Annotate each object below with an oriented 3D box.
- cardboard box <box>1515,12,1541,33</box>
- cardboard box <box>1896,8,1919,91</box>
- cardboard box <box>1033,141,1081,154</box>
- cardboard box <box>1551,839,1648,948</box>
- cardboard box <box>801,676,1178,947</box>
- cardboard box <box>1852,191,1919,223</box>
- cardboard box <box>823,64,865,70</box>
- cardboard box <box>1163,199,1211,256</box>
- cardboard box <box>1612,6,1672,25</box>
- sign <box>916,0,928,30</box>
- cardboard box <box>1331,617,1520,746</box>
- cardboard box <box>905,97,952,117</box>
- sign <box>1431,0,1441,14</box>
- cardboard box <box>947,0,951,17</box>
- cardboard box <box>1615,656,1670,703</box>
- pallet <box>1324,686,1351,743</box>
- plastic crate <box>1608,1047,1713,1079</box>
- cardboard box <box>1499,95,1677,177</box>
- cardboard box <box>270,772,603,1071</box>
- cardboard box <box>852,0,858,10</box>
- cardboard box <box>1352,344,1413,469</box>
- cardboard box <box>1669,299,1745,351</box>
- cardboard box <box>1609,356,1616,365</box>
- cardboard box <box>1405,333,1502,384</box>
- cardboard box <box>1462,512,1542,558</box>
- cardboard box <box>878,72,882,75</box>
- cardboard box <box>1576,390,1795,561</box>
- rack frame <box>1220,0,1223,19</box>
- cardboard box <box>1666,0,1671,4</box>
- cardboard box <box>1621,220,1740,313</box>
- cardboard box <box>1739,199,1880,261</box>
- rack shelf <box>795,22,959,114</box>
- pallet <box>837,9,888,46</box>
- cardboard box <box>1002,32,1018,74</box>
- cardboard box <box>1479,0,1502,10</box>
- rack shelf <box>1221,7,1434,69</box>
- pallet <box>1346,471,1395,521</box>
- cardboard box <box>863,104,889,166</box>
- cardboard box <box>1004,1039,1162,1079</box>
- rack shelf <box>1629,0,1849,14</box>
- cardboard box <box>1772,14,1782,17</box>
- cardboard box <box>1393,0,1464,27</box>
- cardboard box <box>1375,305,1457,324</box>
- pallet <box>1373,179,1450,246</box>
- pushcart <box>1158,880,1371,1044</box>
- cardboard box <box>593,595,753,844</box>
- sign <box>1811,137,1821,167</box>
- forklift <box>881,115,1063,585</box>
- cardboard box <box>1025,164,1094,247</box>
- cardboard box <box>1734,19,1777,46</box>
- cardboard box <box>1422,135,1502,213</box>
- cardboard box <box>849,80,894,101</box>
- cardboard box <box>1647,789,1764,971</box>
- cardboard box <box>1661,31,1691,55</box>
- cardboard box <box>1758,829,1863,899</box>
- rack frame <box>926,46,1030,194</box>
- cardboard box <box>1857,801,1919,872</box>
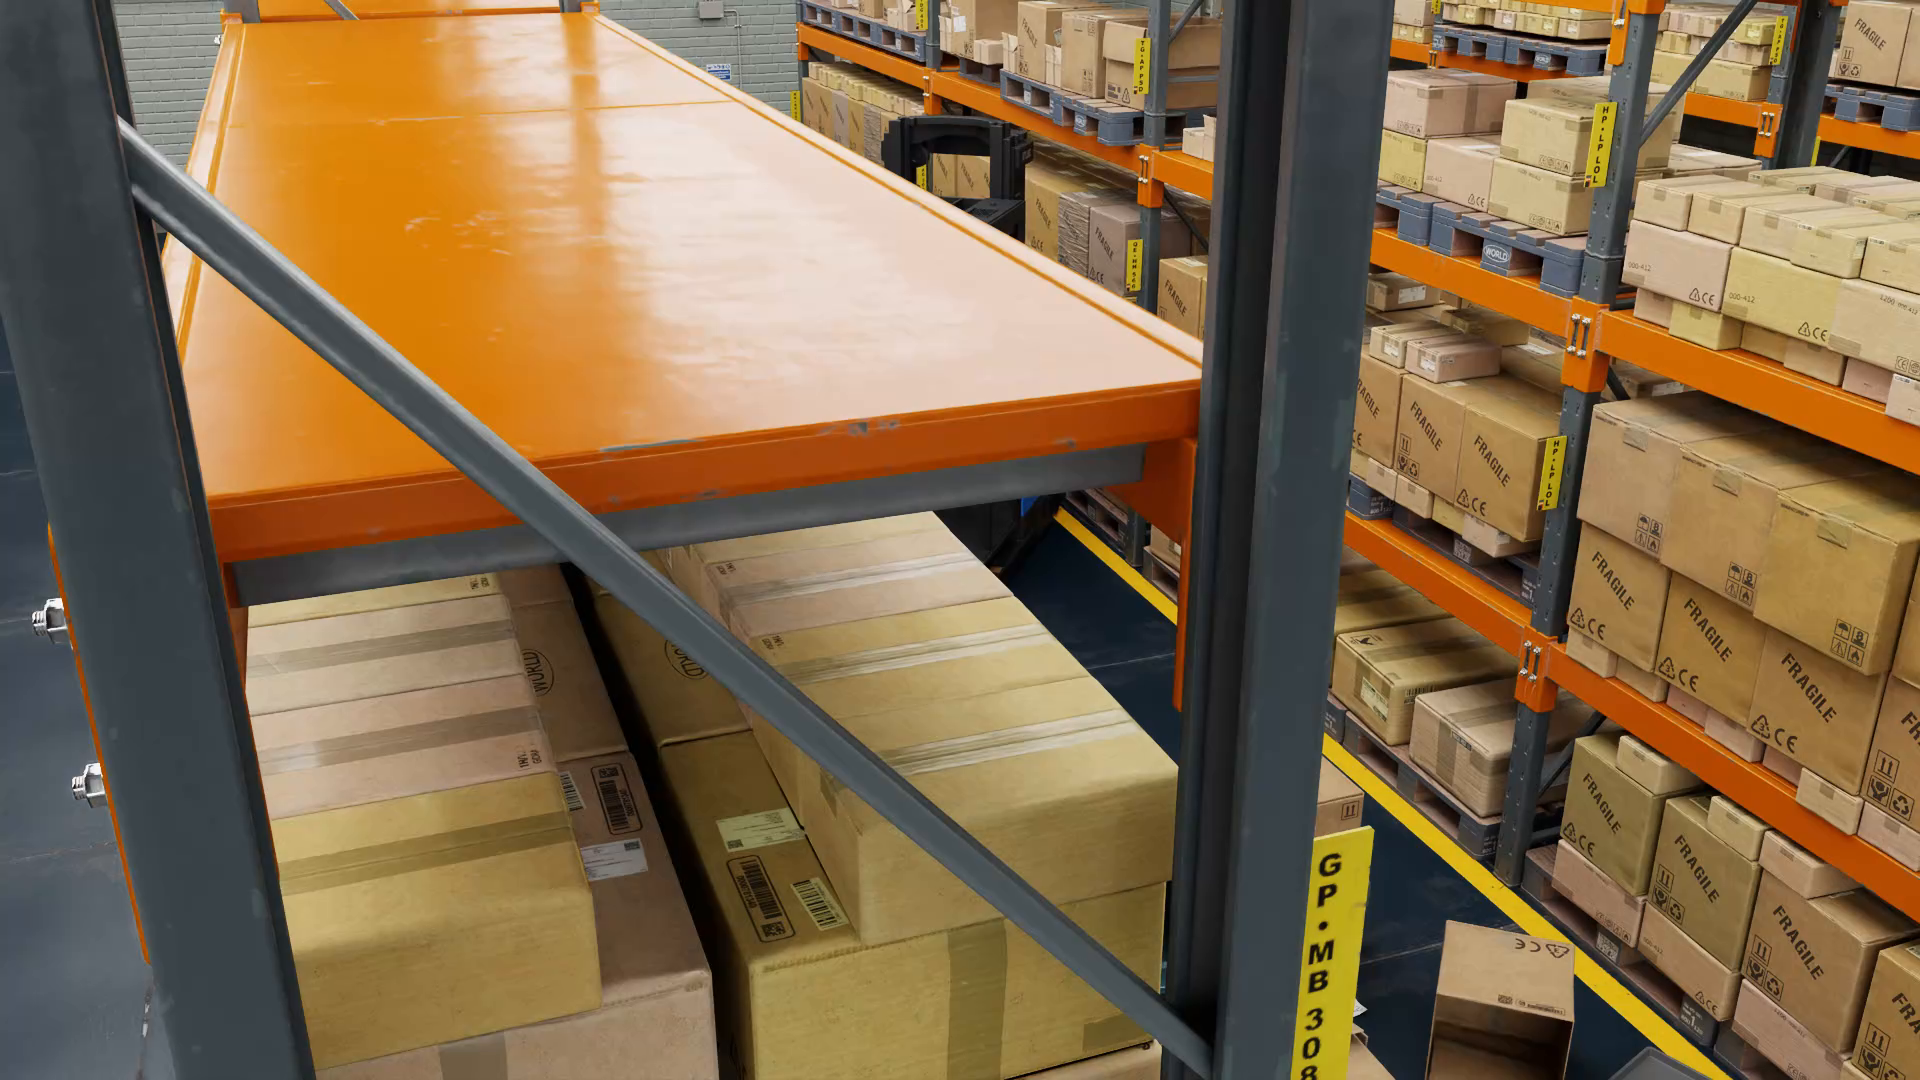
[{"bbox_3d":[4.947,-4.388,14.090,0.380,0.149,0.250,-9,24,-20],"label":"cardboard box"},{"bbox_3d":[6.563,-3.164,10.734,0.700,0.500,0.500,-9,24,-20],"label":"cardboard box"},{"bbox_3d":[0.790,-2.925,13.412,0.500,0.500,0.500,-8,24,-18],"label":"cardboard box"},{"bbox_3d":[2.990,1.499,7.332,0.500,0.250,0.500,-10,25,-21],"label":"cardboard box"},{"bbox_3d":[0.032,0.305,1.931,0.380,0.149,0.250,-8,24,-18],"label":"cardboard box"},{"bbox_3d":[3.522,-1.184,6.132,0.380,0.149,0.250,-8,24,-18],"label":"cardboard box"},{"bbox_3d":[-1.180,-4.740,16.882,0.380,0.149,0.250,-8,24,-18],"label":"cardboard box"},{"bbox_3d":[1.676,-1.999,11.215,0.500,0.500,0.500,-9,25,-21],"label":"cardboard box"},{"bbox_3d":[5.407,-4.152,13.173,0.380,0.149,0.250,-8,24,-19],"label":"cardboard box"},{"bbox_3d":[-0.311,-4.313,13.492,0.100,0.325,0.005,-8,24,-19],"label":"sign"},{"bbox_3d":[2.589,0.740,8.975,0.950,0.372,0.625,-7,24,-16],"label":"cardboard box"},{"bbox_3d":[-0.269,-3.810,14.675,0.380,0.149,0.250,-8,24,-19],"label":"cardboard box"},{"bbox_3d":[4.345,-4.959,15.125,0.100,0.325,0.005,-8,24,-19],"label":"sign"},{"bbox_3d":[0.197,-4.644,14.245,0.500,0.500,0.500,-8,24,-18],"label":"cardboard box"},{"bbox_3d":[2.983,0.533,6.948,0.380,0.149,0.250,-8,24,-17],"label":"cardboard box"},{"bbox_3d":[2.323,0.732,9.741,1.003,0.211,1.213,-8,24,-19],"label":"pallet"},{"bbox_3d":[2.822,2.202,6.422,0.402,0.080,0.583,-18,29,-37],"label":"plastic crate"},{"bbox_3d":[2.710,-1.756,7.202,0.500,0.250,0.500,-8,24,-18],"label":"cardboard box"},{"bbox_3d":[-0.584,0.394,1.719,0.380,0.149,0.250,-8,24,-18],"label":"cardboard box"},{"bbox_3d":[-0.723,-5.216,15.848,0.500,0.311,0.500,-8,24,-18],"label":"cardboard box"},{"bbox_3d":[2.303,-0.708,8.514,0.500,0.500,0.500,-7,24,-17],"label":"cardboard box"},{"bbox_3d":[2.953,-0.843,6.349,0.380,0.149,0.250,-8,24,-19],"label":"cardboard box"},{"bbox_3d":[5.558,-1.501,14.127,0.500,0.500,0.500,-7,24,-17],"label":"cardboard box"},{"bbox_3d":[2.404,-0.887,8.105,0.380,0.149,0.250,-9,25,-21],"label":"cardboard box"},{"bbox_3d":[2.594,-0.053,7.797,0.380,0.149,0.250,-8,24,-18],"label":"cardboard box"},{"bbox_3d":[-0.609,-4.718,16.831,0.380,0.149,0.250,-9,24,-20],"label":"cardboard box"},{"bbox_3d":[2.987,-0.281,6.754,0.700,0.500,0.500,-9,24,-20],"label":"cardboard box"},{"bbox_3d":[3.437,-4.869,19.440,1.000,3.000,0.127,-8,24,-19],"label":"rack frame"},{"bbox_3d":[5.634,-4.409,13.758,0.380,0.149,0.250,-8,24,-18],"label":"cardboard box"},{"bbox_3d":[2.933,-1.079,6.396,0.500,0.250,0.500,-9,24,-20],"label":"cardboard box"},{"bbox_3d":[3.044,-1.113,5.964,0.380,0.149,0.250,-9,25,-21],"label":"cardboard box"},{"bbox_3d":[-0.499,-4.511,15.654,1.077,0.370,4.000,-8,24,-19],"label":"rack shelf"},{"bbox_3d":[-0.498,-4.816,15.566,1.003,0.211,1.213,-8,24,-19],"label":"pallet"},{"bbox_3d":[0.526,-3.535,12.045,0.396,0.266,0.258,-6,24,-15],"label":"cardboard box"},{"bbox_3d":[4.756,-4.705,14.459,0.380,0.149,0.250,-9,24,-20],"label":"cardboard box"},{"bbox_3d":[4.144,-5.193,17.273,1.077,0.370,4.000,-8,24,-19],"label":"rack shelf"},{"bbox_3d":[2.359,-0.478,9.268,1.003,0.211,1.213,-8,24,-19],"label":"pallet"},{"bbox_3d":[-0.577,-3.743,15.351,0.500,0.500,0.500,-8,24,-18],"label":"cardboard box"},{"bbox_3d":[0.031,0.668,2.094,0.380,0.149,0.250,-8,24,-19],"label":"cardboard box"},{"bbox_3d":[3.741,-1.531,4.727,1.077,0.370,4.000,-8,24,-19],"label":"rack shelf"},{"bbox_3d":[6.330,-3.864,12.490,0.380,0.149,0.250,-8,24,-19],"label":"cardboard box"},{"bbox_3d":[4.446,-5.007,15.715,0.500,0.250,0.500,-8,24,-19],"label":"cardboard box"},{"bbox_3d":[2.606,-0.961,9.116,0.500,0.500,0.500,-9,25,-21],"label":"cardboard box"},{"bbox_3d":[2.546,-1.737,8.390,1.213,0.211,1.003,-8,24,-19],"label":"pallet"},{"bbox_3d":[0.919,1.713,7.200,1.648,0.377,0.936,-18,29,-37],"label":"pushcart"},{"bbox_3d":[-0.259,0.258,2.554,0.500,0.250,0.500,-9,24,-20],"label":"cardboard box"},{"bbox_3d":[3.539,-1.524,6.976,0.100,0.325,0.005,-8,24,-19],"label":"sign"},{"bbox_3d":[-0.201,-1.121,10.637,1.130,2.935,3.031,8,24,17],"label":"forklift"},{"bbox_3d":[0.663,-2.490,12.380,0.500,0.500,0.500,-9,24,-20],"label":"cardboard box"},{"bbox_3d":[5.865,-3.680,12.055,0.380,0.149,0.250,-8,24,-17],"label":"cardboard box"},{"bbox_3d":[2.518,-1.710,7.735,0.500,0.250,0.500,-8,24,-18],"label":"cardboard box"},{"bbox_3d":[-0.830,-4.256,15.734,0.380,0.149,0.250,-9,24,-20],"label":"cardboard box"},{"bbox_3d":[3.190,1.346,6.728,0.500,0.500,0.500,-7,24,-17],"label":"cardboard box"},{"bbox_3d":[5.642,-3.835,12.804,0.380,0.149,0.250,-8,24,-19],"label":"cardboard box"},{"bbox_3d":[3.259,1.192,6.259,0.380,0.149,0.250,-7,24,-16],"label":"cardboard box"},{"bbox_3d":[0.208,-2.733,14.372,1.000,3.000,0.127,-8,24,-19],"label":"rack frame"},{"bbox_3d":[3.404,1.002,5.835,0.380,0.149,0.250,-8,24,-19],"label":"cardboard box"}]
